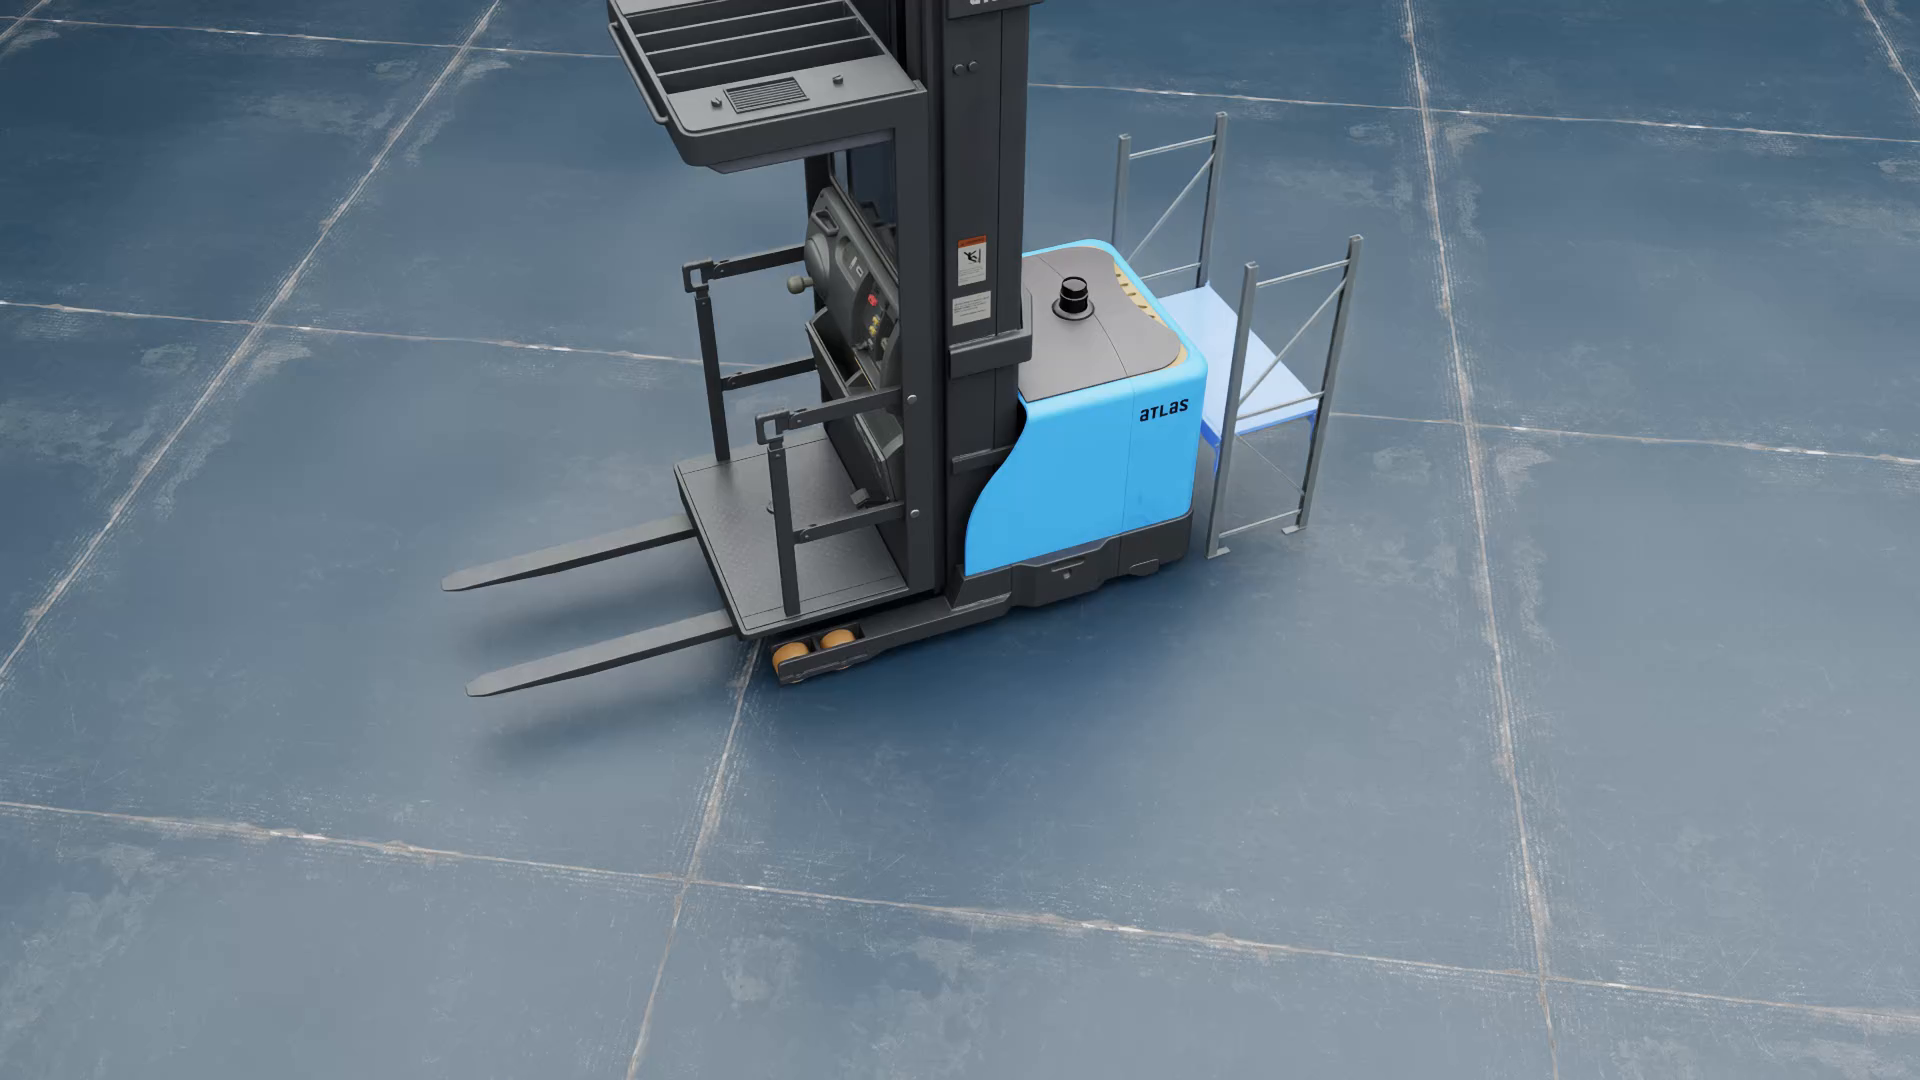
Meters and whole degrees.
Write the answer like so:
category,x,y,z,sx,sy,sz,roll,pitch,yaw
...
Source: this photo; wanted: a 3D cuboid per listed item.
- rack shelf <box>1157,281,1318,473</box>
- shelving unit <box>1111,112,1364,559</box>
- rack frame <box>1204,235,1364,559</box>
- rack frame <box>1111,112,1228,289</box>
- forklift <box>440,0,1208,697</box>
category,x,y,z,sx,sy,sz,roll,pitch,yaw
rack shelf,1.091,-0.729,7.212,0.538,0.185,1.000,-17,46,-17
shelving unit,1.091,-0.859,7.089,0.538,1.500,1.048,-17,46,-17
rack frame,1.293,-0.539,6.750,0.500,1.500,0.032,-17,46,-17
rack frame,0.888,-1.180,7.427,0.500,1.500,0.032,-17,46,-17
forklift,-0.586,-0.905,6.096,3.031,2.935,1.130,-15,46,-15
